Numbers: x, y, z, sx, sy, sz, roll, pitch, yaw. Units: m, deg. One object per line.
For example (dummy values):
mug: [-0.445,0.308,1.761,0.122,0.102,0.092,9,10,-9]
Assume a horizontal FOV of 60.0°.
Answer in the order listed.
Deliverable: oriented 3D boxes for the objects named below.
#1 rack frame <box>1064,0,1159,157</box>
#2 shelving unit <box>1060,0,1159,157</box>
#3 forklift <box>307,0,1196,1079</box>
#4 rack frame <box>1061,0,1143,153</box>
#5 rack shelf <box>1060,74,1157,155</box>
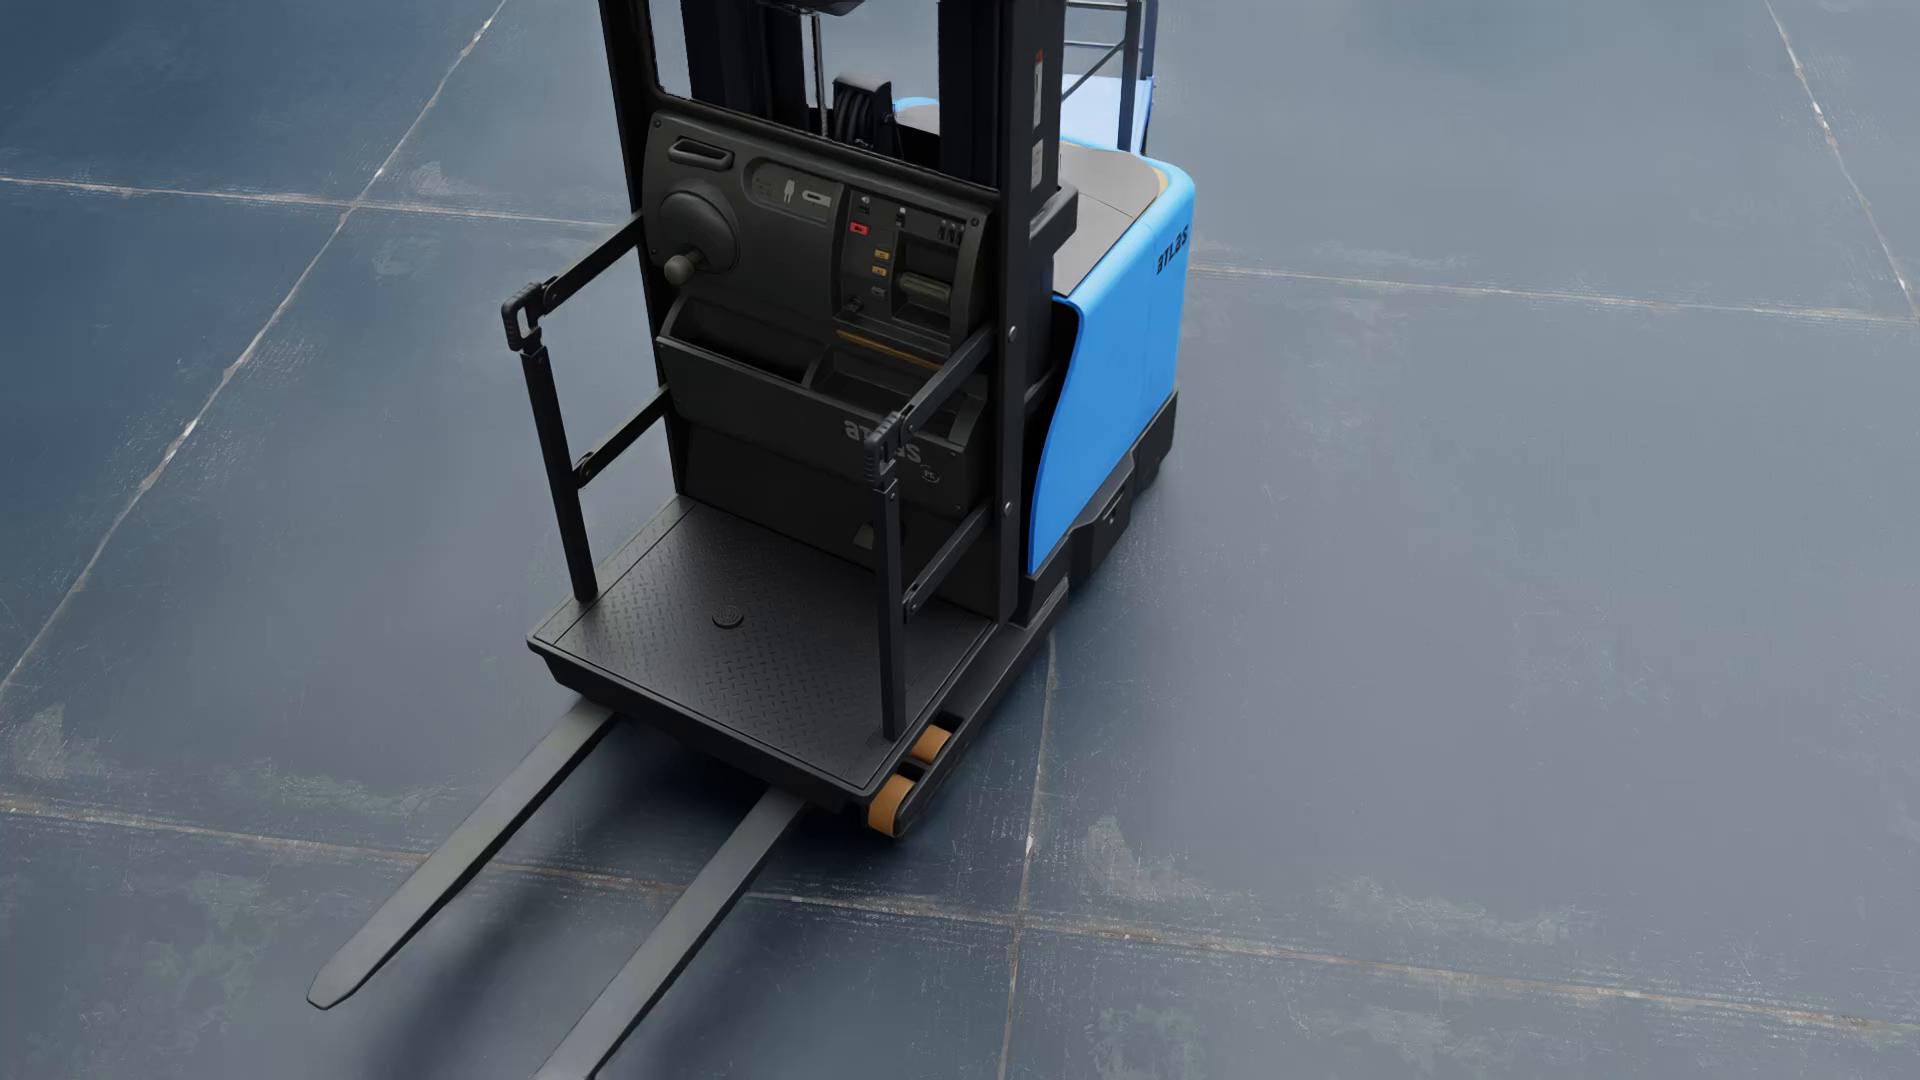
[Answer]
rack frame: [0.459,-1.801,6.061,0.500,1.500,0.032,7,44,7]
shelving unit: [0.372,-1.456,5.697,0.538,1.500,1.048,7,44,7]
forklift: [-0.464,-0.641,3.796,1.130,2.935,3.031,21,47,21]
rack frame: [0.285,-1.112,5.334,0.500,1.500,0.032,7,44,7]
rack shelf: [0.372,-1.326,5.821,0.538,0.185,1.000,7,44,7]
